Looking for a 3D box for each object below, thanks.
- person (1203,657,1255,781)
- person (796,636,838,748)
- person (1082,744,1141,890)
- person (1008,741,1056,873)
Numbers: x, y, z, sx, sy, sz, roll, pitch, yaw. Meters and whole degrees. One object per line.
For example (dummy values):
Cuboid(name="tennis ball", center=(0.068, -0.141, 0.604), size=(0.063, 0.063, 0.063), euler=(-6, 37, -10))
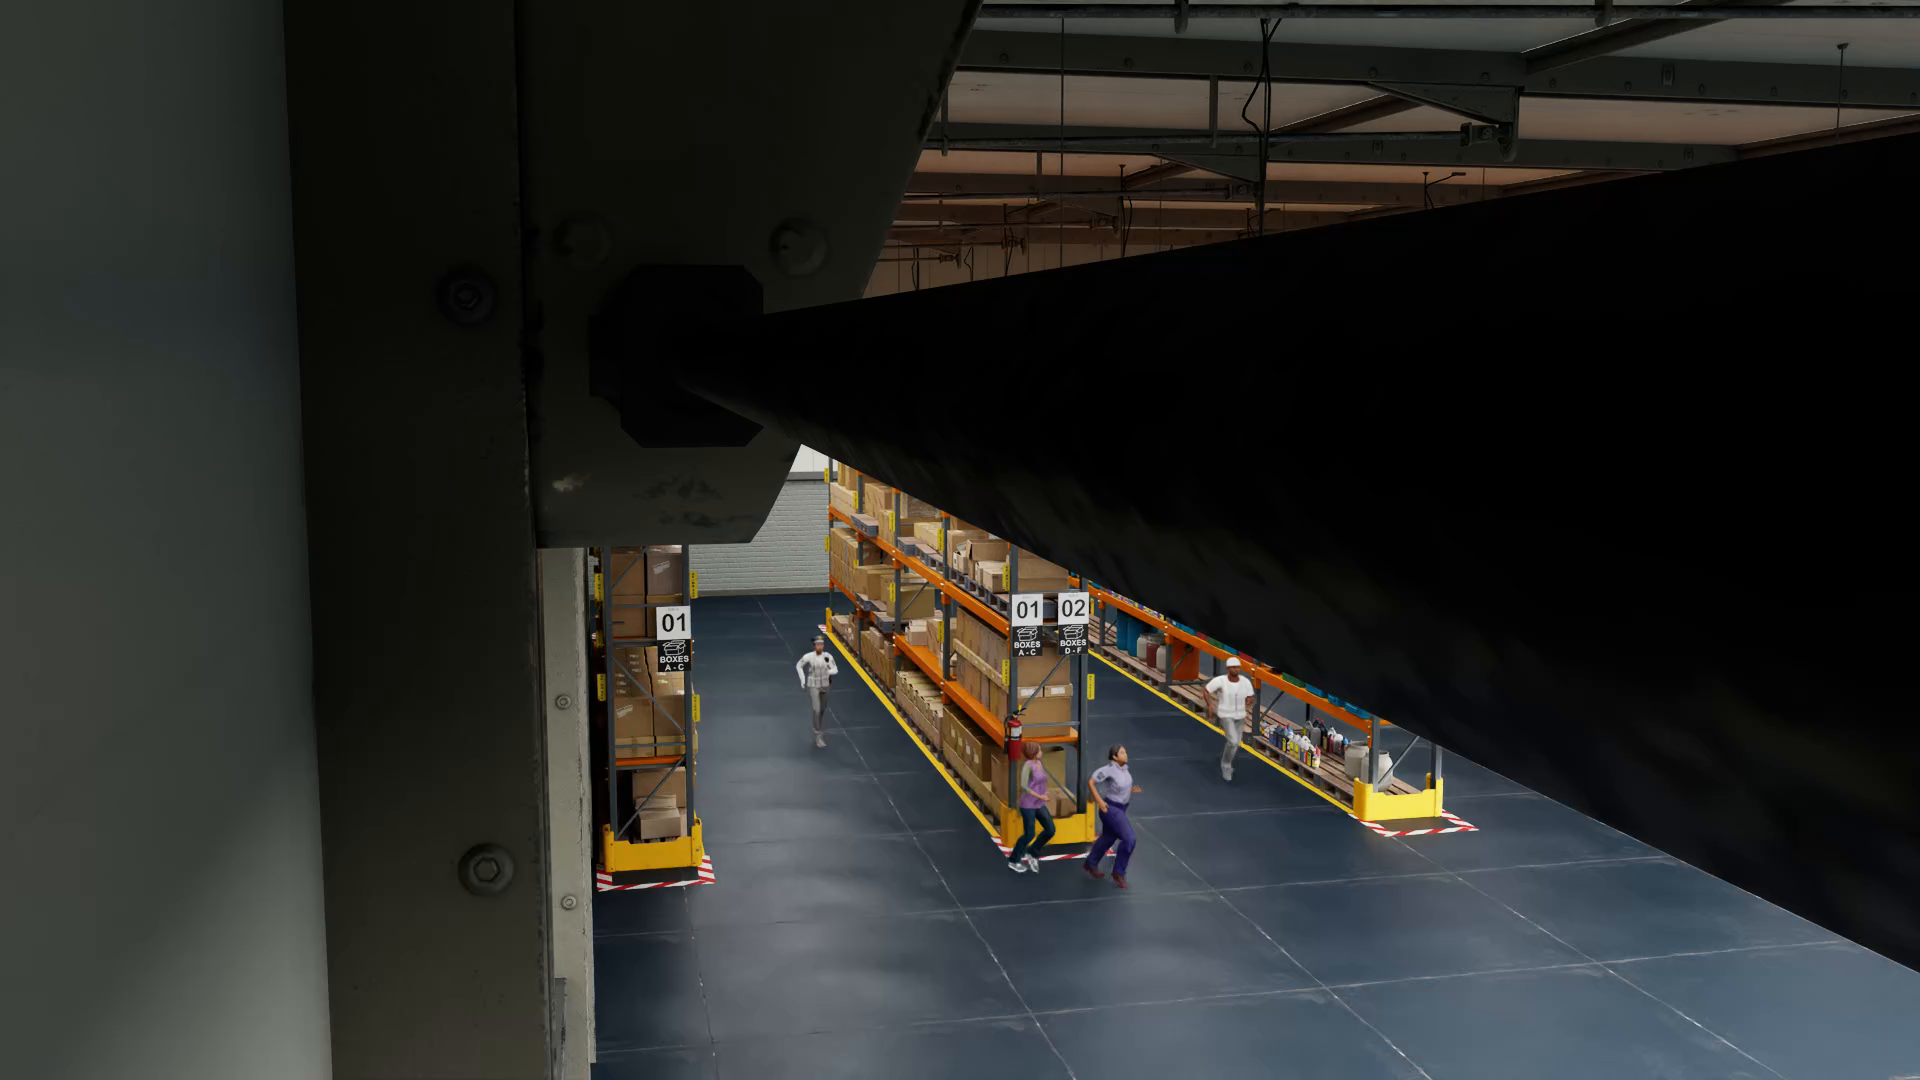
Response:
Cuboid(name="person", center=(3.958, 2.597, 24.163), size=(0.671, 1.801, 0.728), euler=(-2, 7, -19))
Cuboid(name="person", center=(-2.250, 2.358, 26.335), size=(0.572, 1.722, 0.854), euler=(-3, 7, -24))
Cuboid(name="person", center=(1.778, 3.221, 19.531), size=(0.707, 1.695, 0.589), euler=(3, 7, 22))
Cuboid(name="person", center=(0.899, 3.194, 19.927), size=(0.572, 1.565, 0.615), euler=(4, 8, 31))
